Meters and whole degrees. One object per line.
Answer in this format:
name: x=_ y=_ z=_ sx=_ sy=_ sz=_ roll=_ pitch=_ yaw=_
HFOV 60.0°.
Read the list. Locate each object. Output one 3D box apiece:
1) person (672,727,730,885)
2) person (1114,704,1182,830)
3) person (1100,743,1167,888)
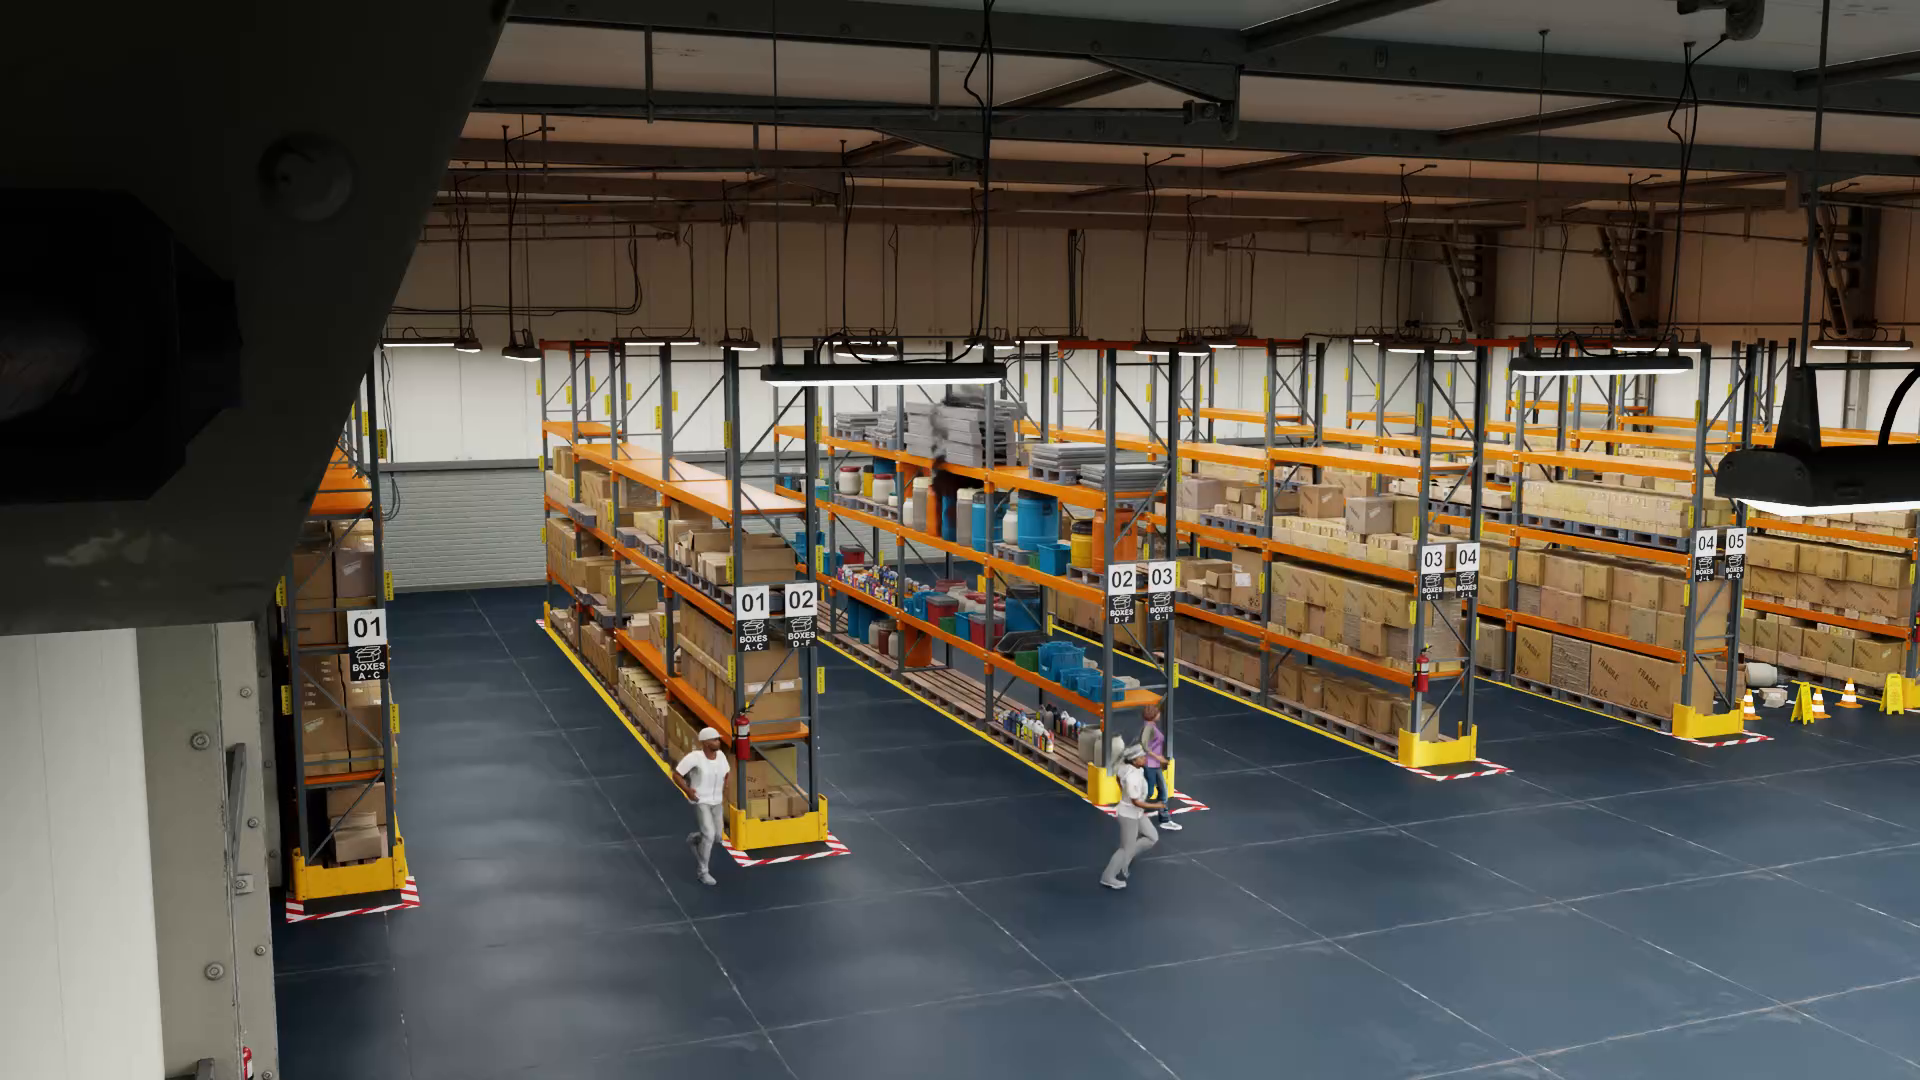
person: x=-2.922 y=3.014 z=19.212 sx=0.819 sy=1.723 sz=0.733 roll=7 pitch=10 yaw=41
person: x=2.358 y=2.834 z=20.930 sx=0.849 sy=1.564 sz=0.605 roll=0 pitch=7 yaw=2
person: x=1.964 y=3.086 z=18.712 sx=0.739 sy=1.645 sz=0.603 roll=1 pitch=8 yaw=10
